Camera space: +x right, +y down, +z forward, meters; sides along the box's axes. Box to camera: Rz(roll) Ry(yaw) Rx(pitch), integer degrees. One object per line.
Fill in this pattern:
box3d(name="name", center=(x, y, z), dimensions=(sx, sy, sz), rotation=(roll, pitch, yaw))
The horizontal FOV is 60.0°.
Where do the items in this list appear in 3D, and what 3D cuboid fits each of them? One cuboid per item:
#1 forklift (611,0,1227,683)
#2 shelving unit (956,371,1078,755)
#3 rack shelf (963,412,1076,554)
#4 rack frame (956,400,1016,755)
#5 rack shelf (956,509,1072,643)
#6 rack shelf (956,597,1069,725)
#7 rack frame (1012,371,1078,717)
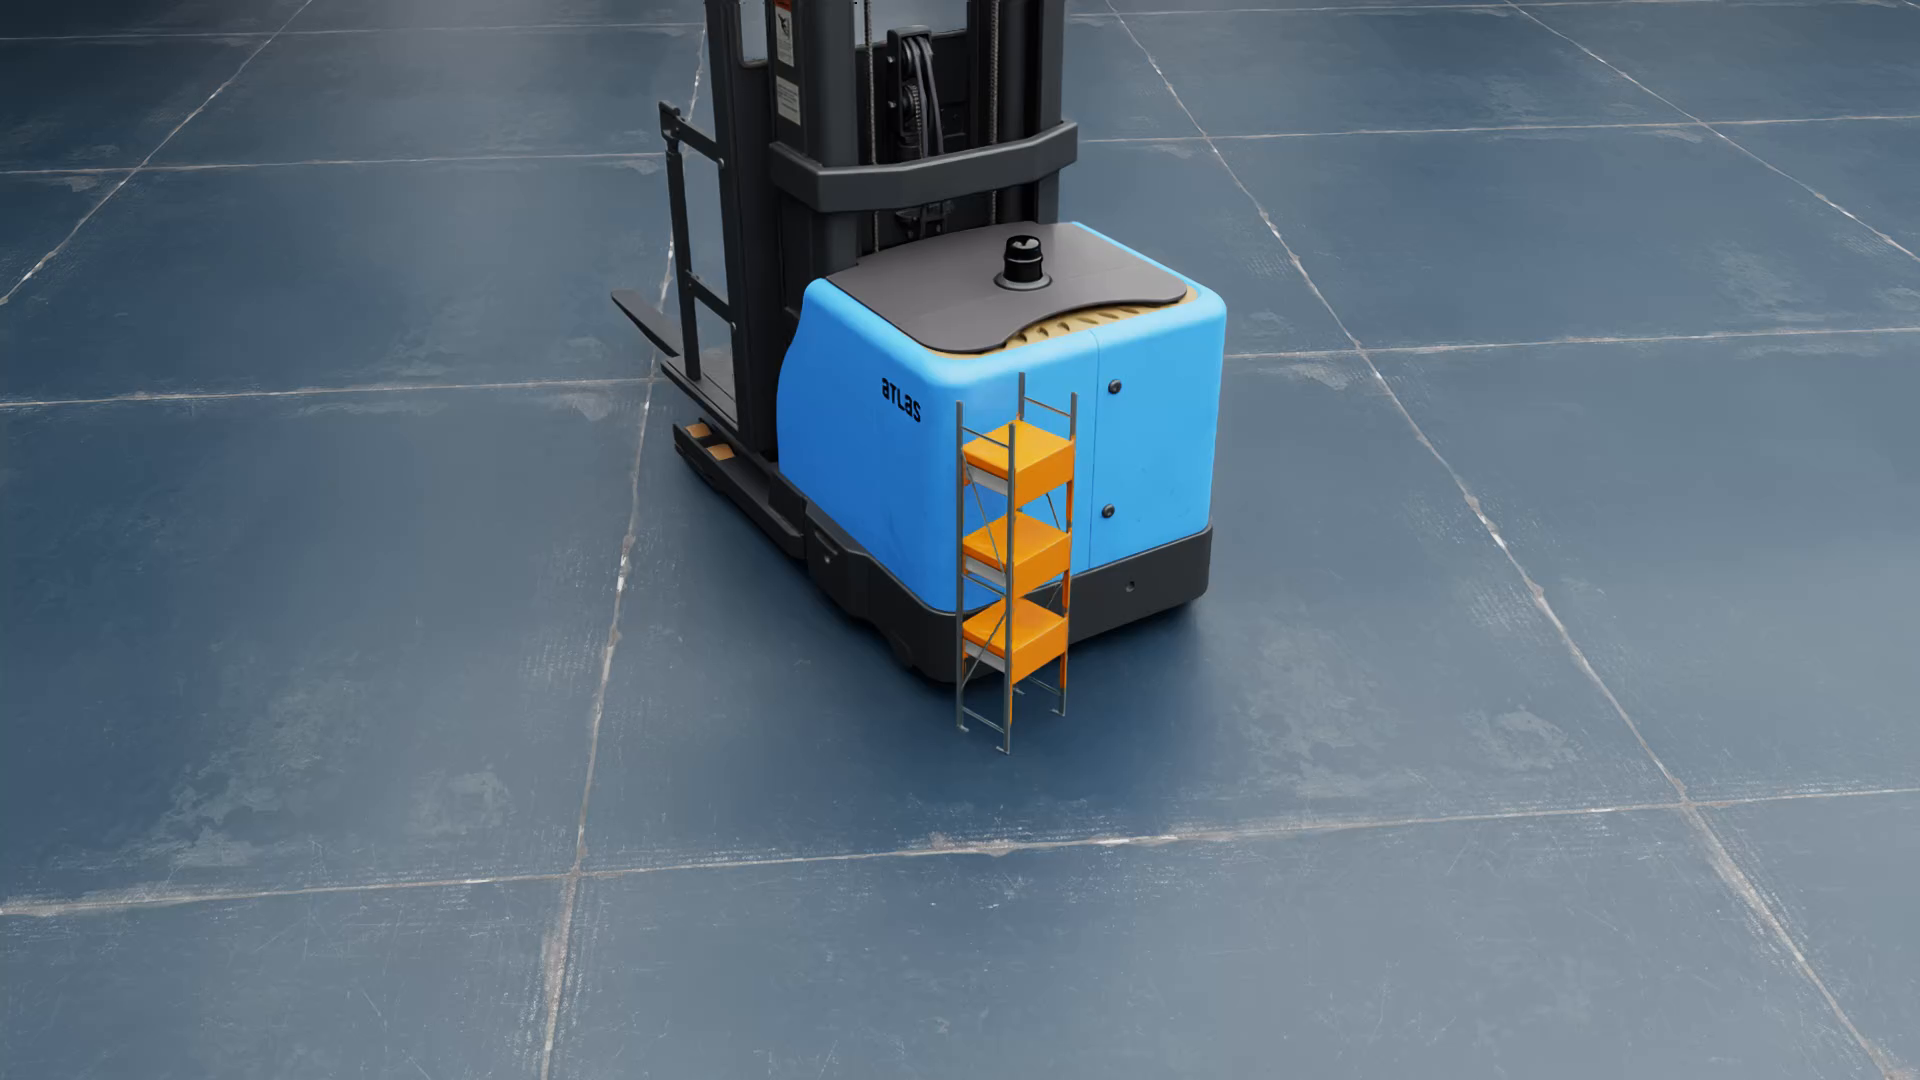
box3d(name="forklift", center=(-0.405, -1.555, 5.496), dimensions=(1.130, 2.935, 3.031), rotation=(-18, 35, -27))
box3d(name="shelving unit", center=(0.149, 0.079, 4.594), dimensions=(0.215, 1.050, 0.252), rotation=(26, 39, 36))
box3d(name="rack shelf", center=(0.149, -0.155, 4.453), dimensions=(0.215, 0.259, 0.240), rotation=(26, 39, 36))
box3d(name="rack frame", center=(0.066, 0.125, 4.517), dimensions=(0.200, 1.050, 0.008), rotation=(26, 39, 36))
box3d(name="rack shelf", center=(0.149, 0.088, 4.599), dimensions=(0.215, 0.259, 0.240), rotation=(26, 39, 36))
box3d(name="rack shelf", center=(0.149, 0.327, 4.741), dimensions=(0.215, 0.259, 0.240), rotation=(26, 39, 36))
box3d(name="rack frame", center=(0.233, 0.034, 4.670), dimensions=(0.200, 1.050, 0.008), rotation=(26, 39, 36))
